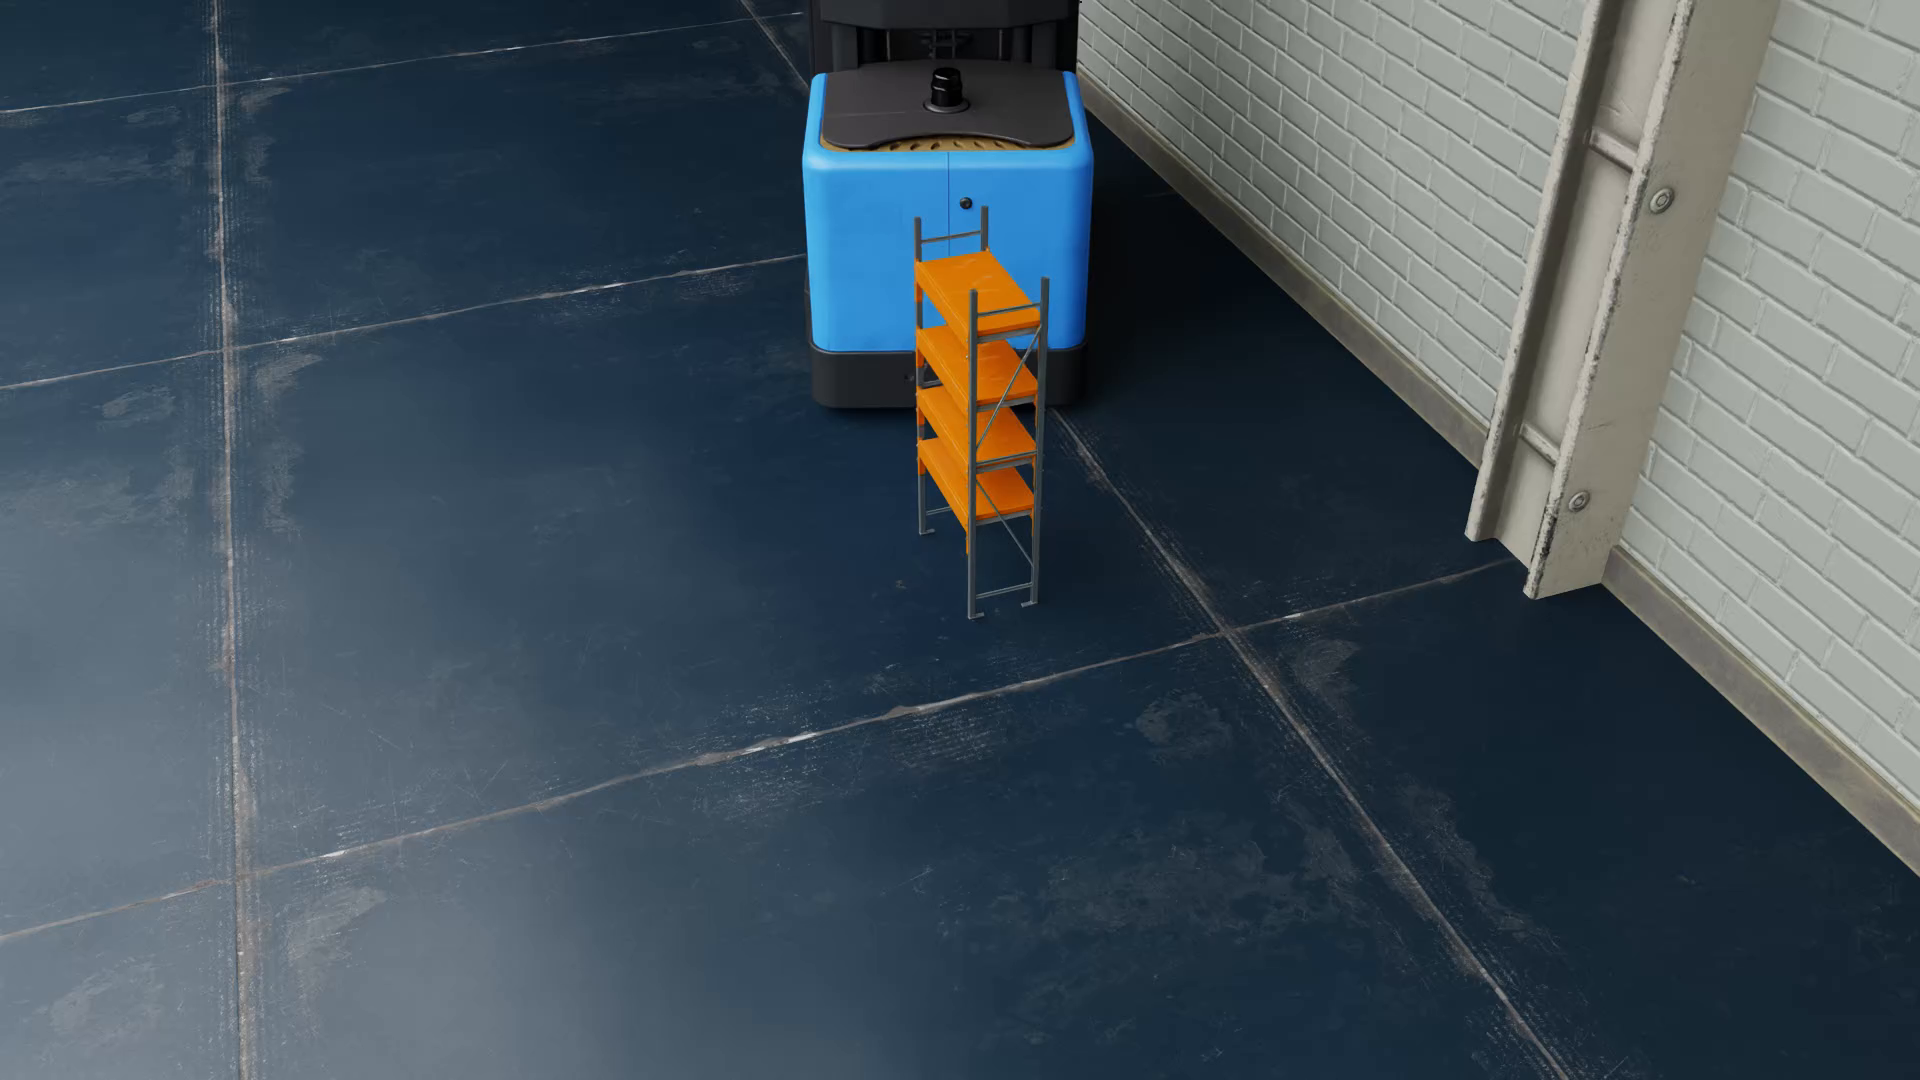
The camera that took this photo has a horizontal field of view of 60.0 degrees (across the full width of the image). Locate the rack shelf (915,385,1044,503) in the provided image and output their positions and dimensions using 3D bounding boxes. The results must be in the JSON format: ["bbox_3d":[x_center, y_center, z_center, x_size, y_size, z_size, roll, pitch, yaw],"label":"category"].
[{"bbox_3d":[0.057,-0.332,5.305,0.258,0.148,0.480,-12,39,-16],"label":"rack shelf"}]

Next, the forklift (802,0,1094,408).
[{"bbox_3d":[-0.075,-2.527,6.669,1.130,2.935,3.031,-1,37,-1],"label":"forklift"}]

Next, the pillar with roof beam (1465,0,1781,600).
[{"bbox_3d":[-2.078,-2.649,1.787,9.100,9.000,0.400,-12,39,-16],"label":"pillar with roof beam"}]

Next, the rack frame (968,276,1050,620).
[{"bbox_3d":[0.141,-0.248,5.082,0.240,1.200,0.015,-12,39,-16],"label":"rack frame"}]

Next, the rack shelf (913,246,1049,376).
[{"bbox_3d":[0.057,-0.700,5.028,0.258,0.148,0.480,-12,39,-16],"label":"rack shelf"}]

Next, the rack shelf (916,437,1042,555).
[{"bbox_3d":[0.057,-0.173,5.425,0.258,0.148,0.480,-12,39,-16],"label":"rack shelf"}]

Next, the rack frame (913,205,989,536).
[{"bbox_3d":[-0.027,-0.524,5.448,0.240,1.200,0.015,-12,39,-16],"label":"rack frame"}]

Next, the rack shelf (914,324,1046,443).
[{"bbox_3d":[0.057,-0.511,5.171,0.258,0.148,0.480,-12,39,-16],"label":"rack shelf"}]

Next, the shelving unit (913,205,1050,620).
[{"bbox_3d":[0.057,-0.386,5.265,0.258,1.200,0.503,-12,39,-16],"label":"shelving unit"}]
